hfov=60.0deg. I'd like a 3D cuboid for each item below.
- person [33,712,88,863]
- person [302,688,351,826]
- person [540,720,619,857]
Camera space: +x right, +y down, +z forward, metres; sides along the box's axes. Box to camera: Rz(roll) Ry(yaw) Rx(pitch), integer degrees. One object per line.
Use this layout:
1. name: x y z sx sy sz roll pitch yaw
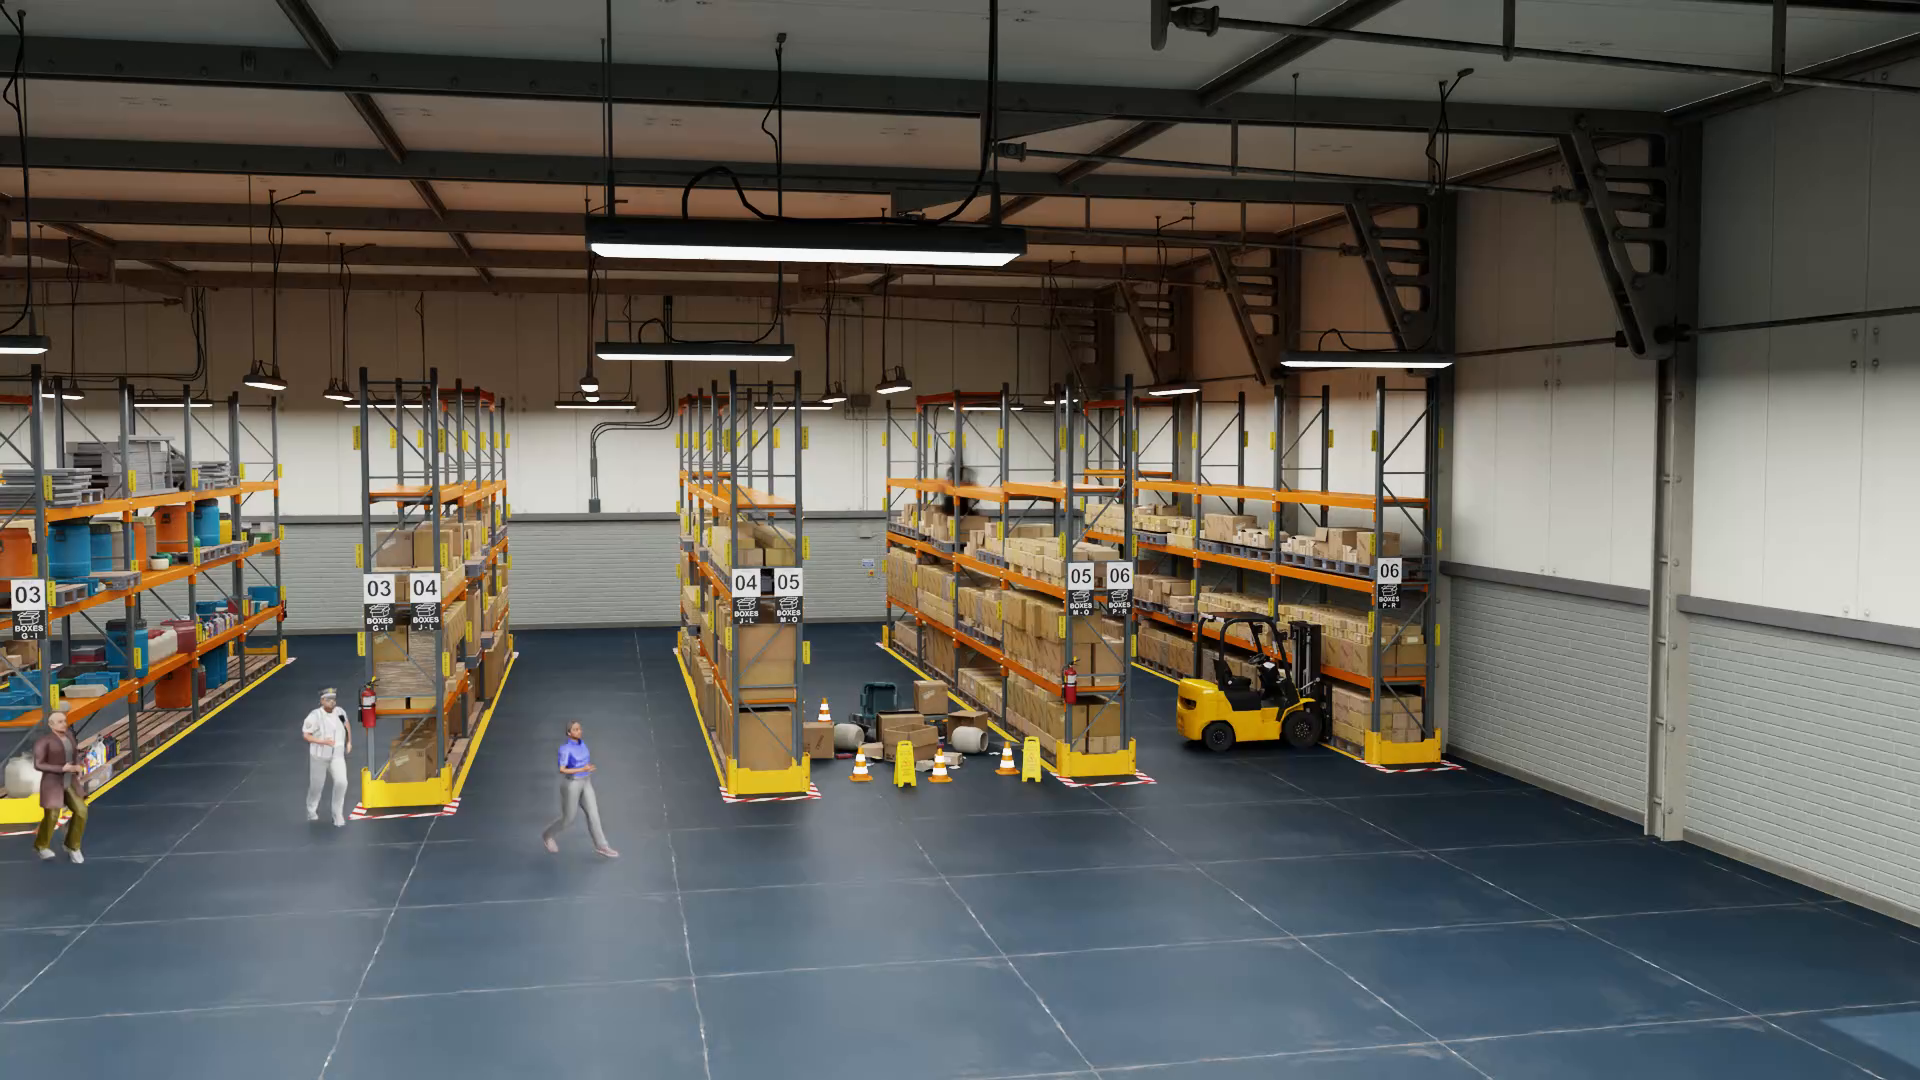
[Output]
1. person: -10.673 2.958 19.739 0.813 1.850 0.728 2 4 24
2. person: -8.240 2.846 21.722 0.689 1.860 0.760 -3 5 -41
3. person: -4.563 2.963 19.928 1.034 1.613 0.589 2 4 29
